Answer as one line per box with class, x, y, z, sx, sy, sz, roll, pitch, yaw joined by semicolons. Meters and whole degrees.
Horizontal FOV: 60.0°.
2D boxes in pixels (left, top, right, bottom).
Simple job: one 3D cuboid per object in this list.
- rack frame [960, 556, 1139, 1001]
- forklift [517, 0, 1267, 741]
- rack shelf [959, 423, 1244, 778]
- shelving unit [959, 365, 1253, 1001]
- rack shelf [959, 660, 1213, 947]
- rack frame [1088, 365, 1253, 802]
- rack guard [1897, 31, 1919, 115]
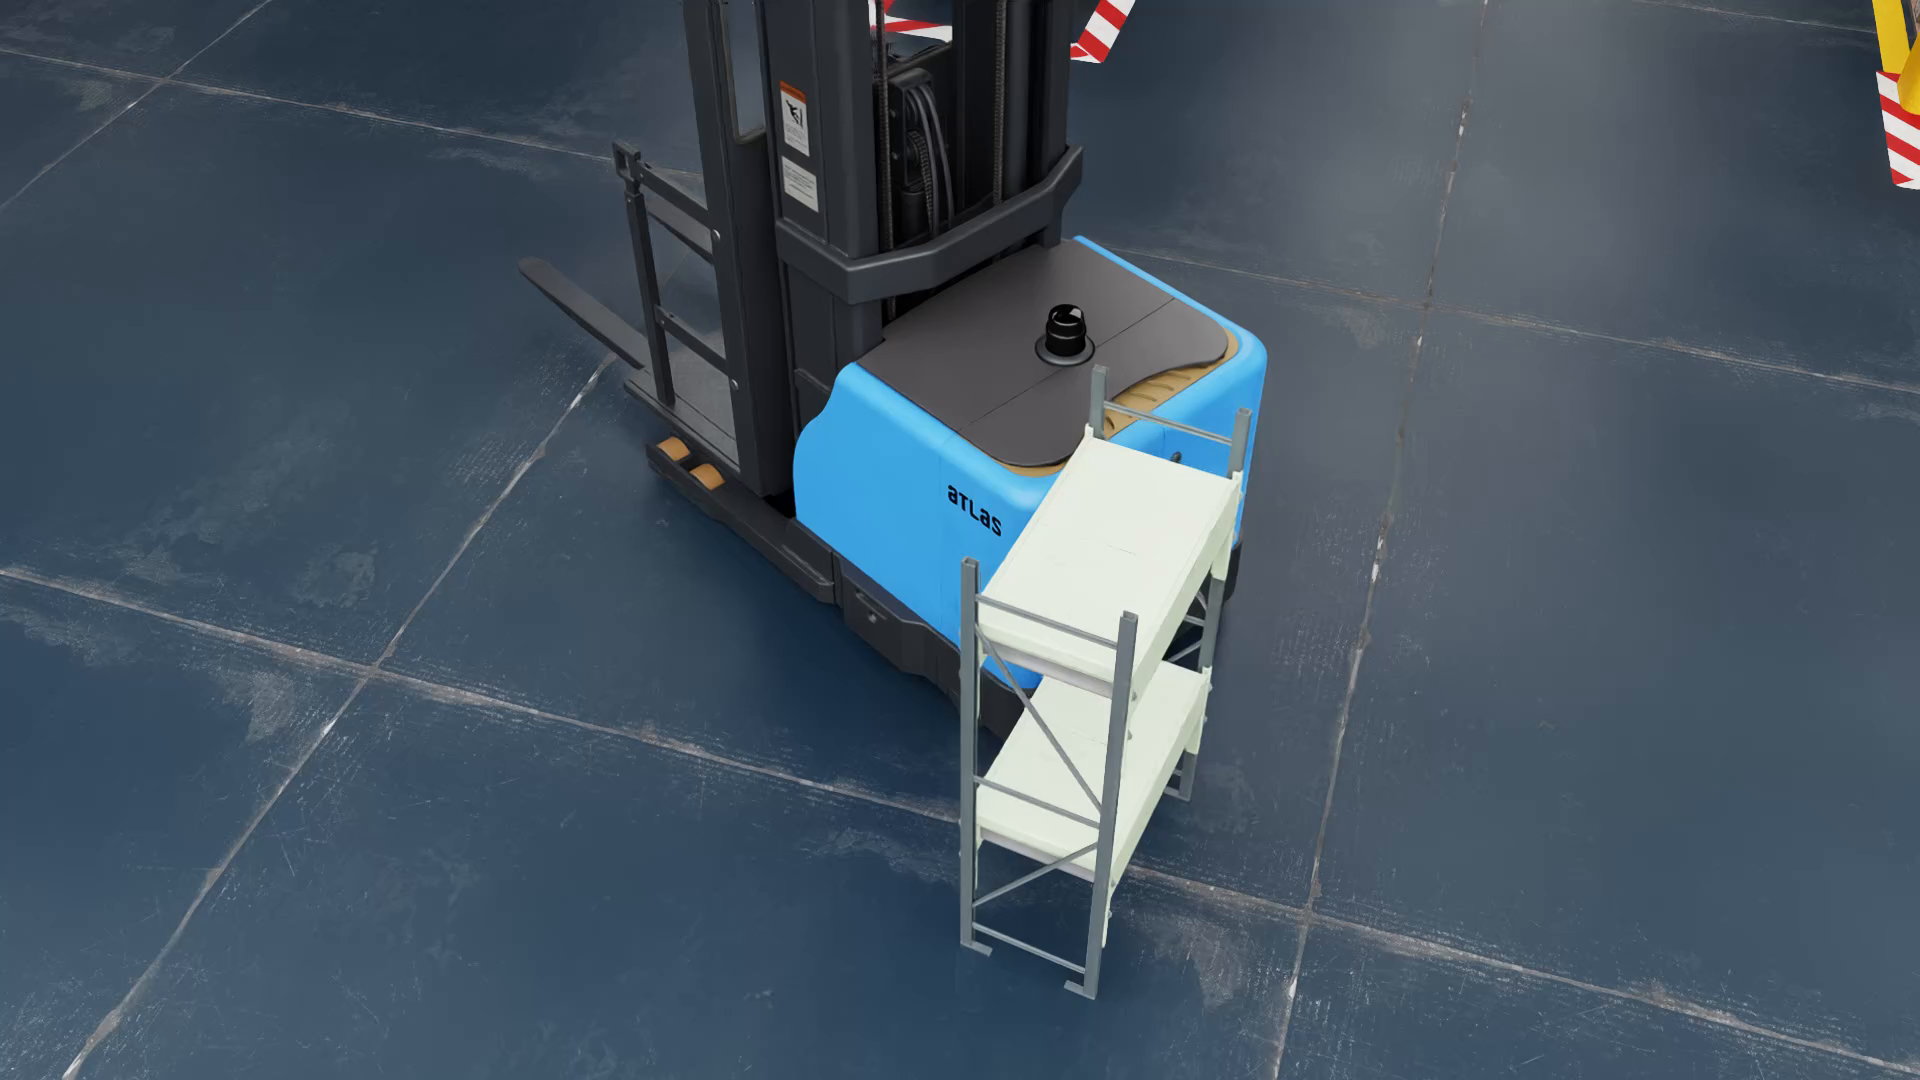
rack frame;0.186;0.638;4.026;0.400;1.500;0.023;19;47;18
forklift;-0.467;-1.369;5.054;1.130;2.935;3.031;-33;53;-29
rack shelf;0.346;0.128;3.989;0.431;0.370;0.720;19;47;18
shelving unit;0.346;0.407;4.262;0.431;1.500;0.755;19;47;18
rack shelf;0.346;0.640;4.490;0.431;0.370;0.720;19;47;18
rack frame;0.505;0.177;4.497;0.400;1.500;0.023;19;47;18
rack guard;5.027;-2.175;7.615;1.175;0.500;0.348;13;46;13
